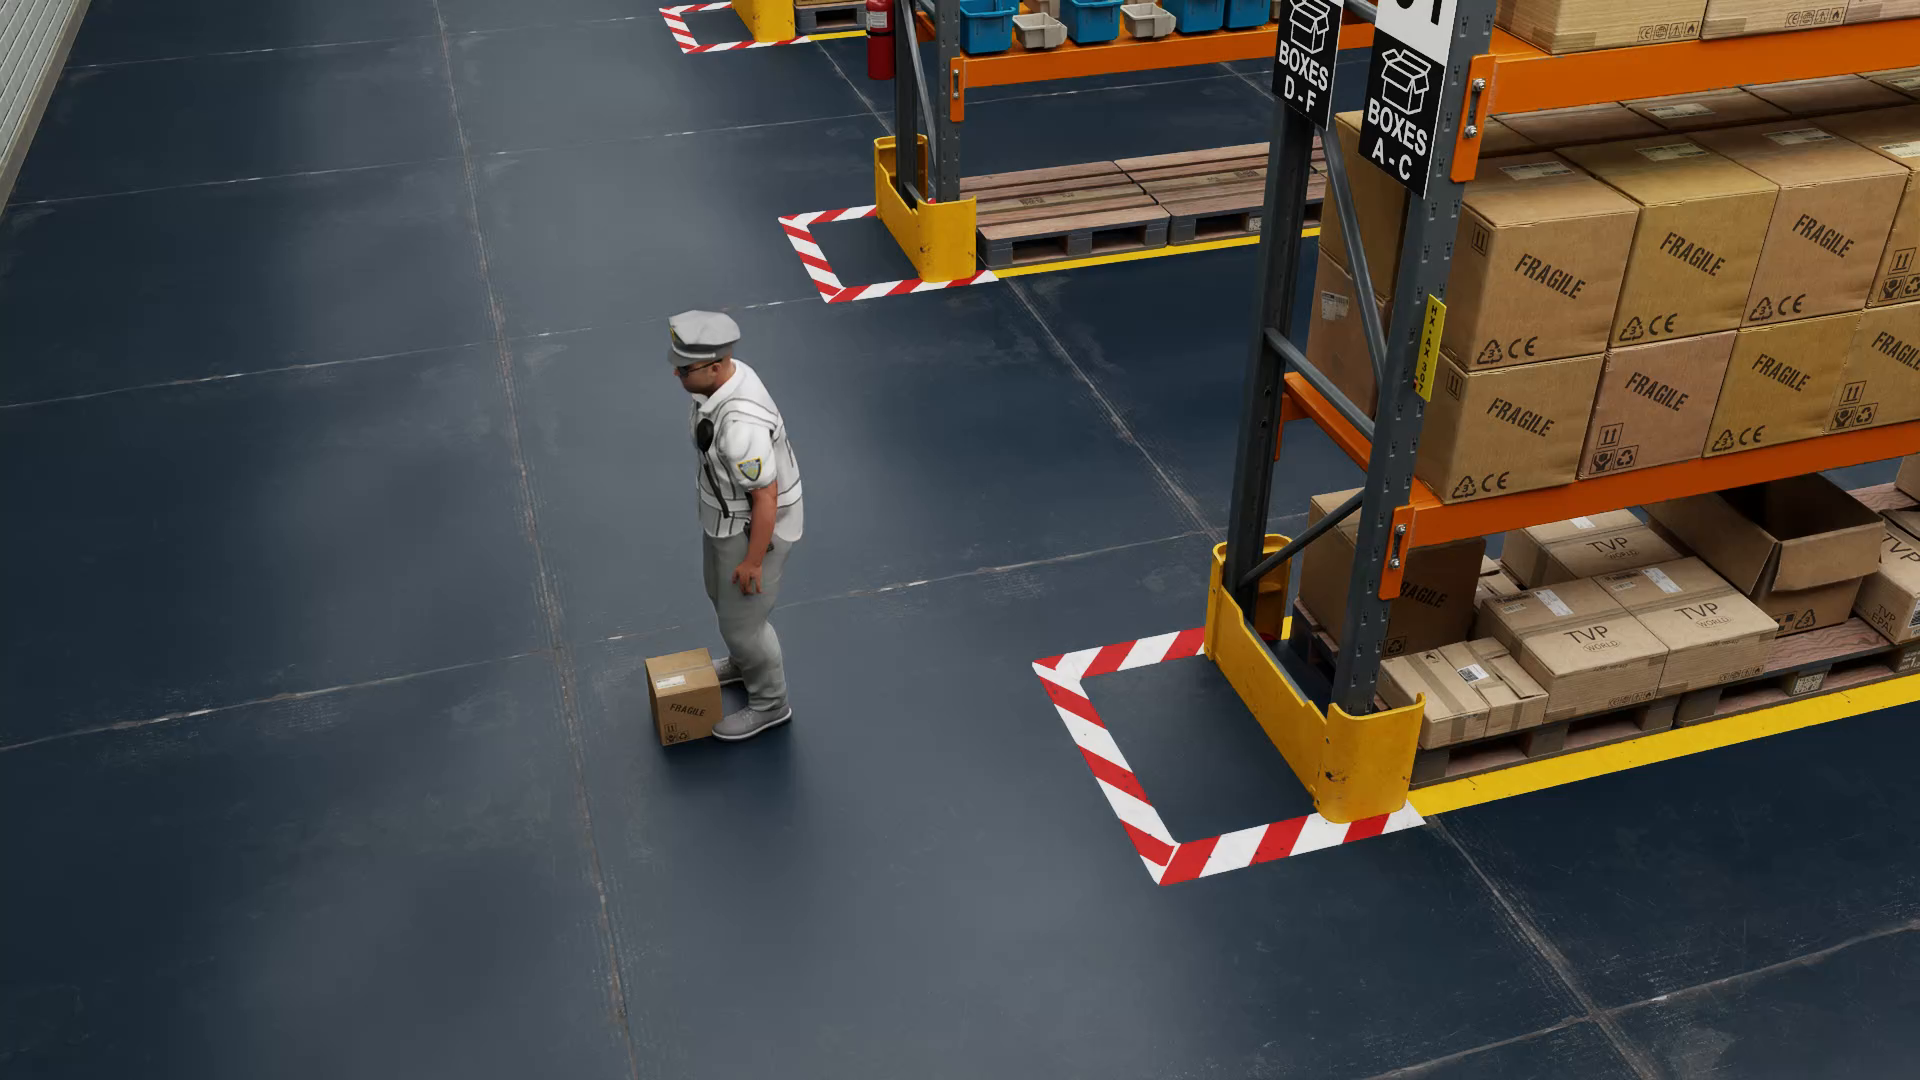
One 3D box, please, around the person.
[{"bbox_3d":[-0.819,-0.061,6.226,0.436,1.747,0.605,-12,36,-18],"label":"person"}]
